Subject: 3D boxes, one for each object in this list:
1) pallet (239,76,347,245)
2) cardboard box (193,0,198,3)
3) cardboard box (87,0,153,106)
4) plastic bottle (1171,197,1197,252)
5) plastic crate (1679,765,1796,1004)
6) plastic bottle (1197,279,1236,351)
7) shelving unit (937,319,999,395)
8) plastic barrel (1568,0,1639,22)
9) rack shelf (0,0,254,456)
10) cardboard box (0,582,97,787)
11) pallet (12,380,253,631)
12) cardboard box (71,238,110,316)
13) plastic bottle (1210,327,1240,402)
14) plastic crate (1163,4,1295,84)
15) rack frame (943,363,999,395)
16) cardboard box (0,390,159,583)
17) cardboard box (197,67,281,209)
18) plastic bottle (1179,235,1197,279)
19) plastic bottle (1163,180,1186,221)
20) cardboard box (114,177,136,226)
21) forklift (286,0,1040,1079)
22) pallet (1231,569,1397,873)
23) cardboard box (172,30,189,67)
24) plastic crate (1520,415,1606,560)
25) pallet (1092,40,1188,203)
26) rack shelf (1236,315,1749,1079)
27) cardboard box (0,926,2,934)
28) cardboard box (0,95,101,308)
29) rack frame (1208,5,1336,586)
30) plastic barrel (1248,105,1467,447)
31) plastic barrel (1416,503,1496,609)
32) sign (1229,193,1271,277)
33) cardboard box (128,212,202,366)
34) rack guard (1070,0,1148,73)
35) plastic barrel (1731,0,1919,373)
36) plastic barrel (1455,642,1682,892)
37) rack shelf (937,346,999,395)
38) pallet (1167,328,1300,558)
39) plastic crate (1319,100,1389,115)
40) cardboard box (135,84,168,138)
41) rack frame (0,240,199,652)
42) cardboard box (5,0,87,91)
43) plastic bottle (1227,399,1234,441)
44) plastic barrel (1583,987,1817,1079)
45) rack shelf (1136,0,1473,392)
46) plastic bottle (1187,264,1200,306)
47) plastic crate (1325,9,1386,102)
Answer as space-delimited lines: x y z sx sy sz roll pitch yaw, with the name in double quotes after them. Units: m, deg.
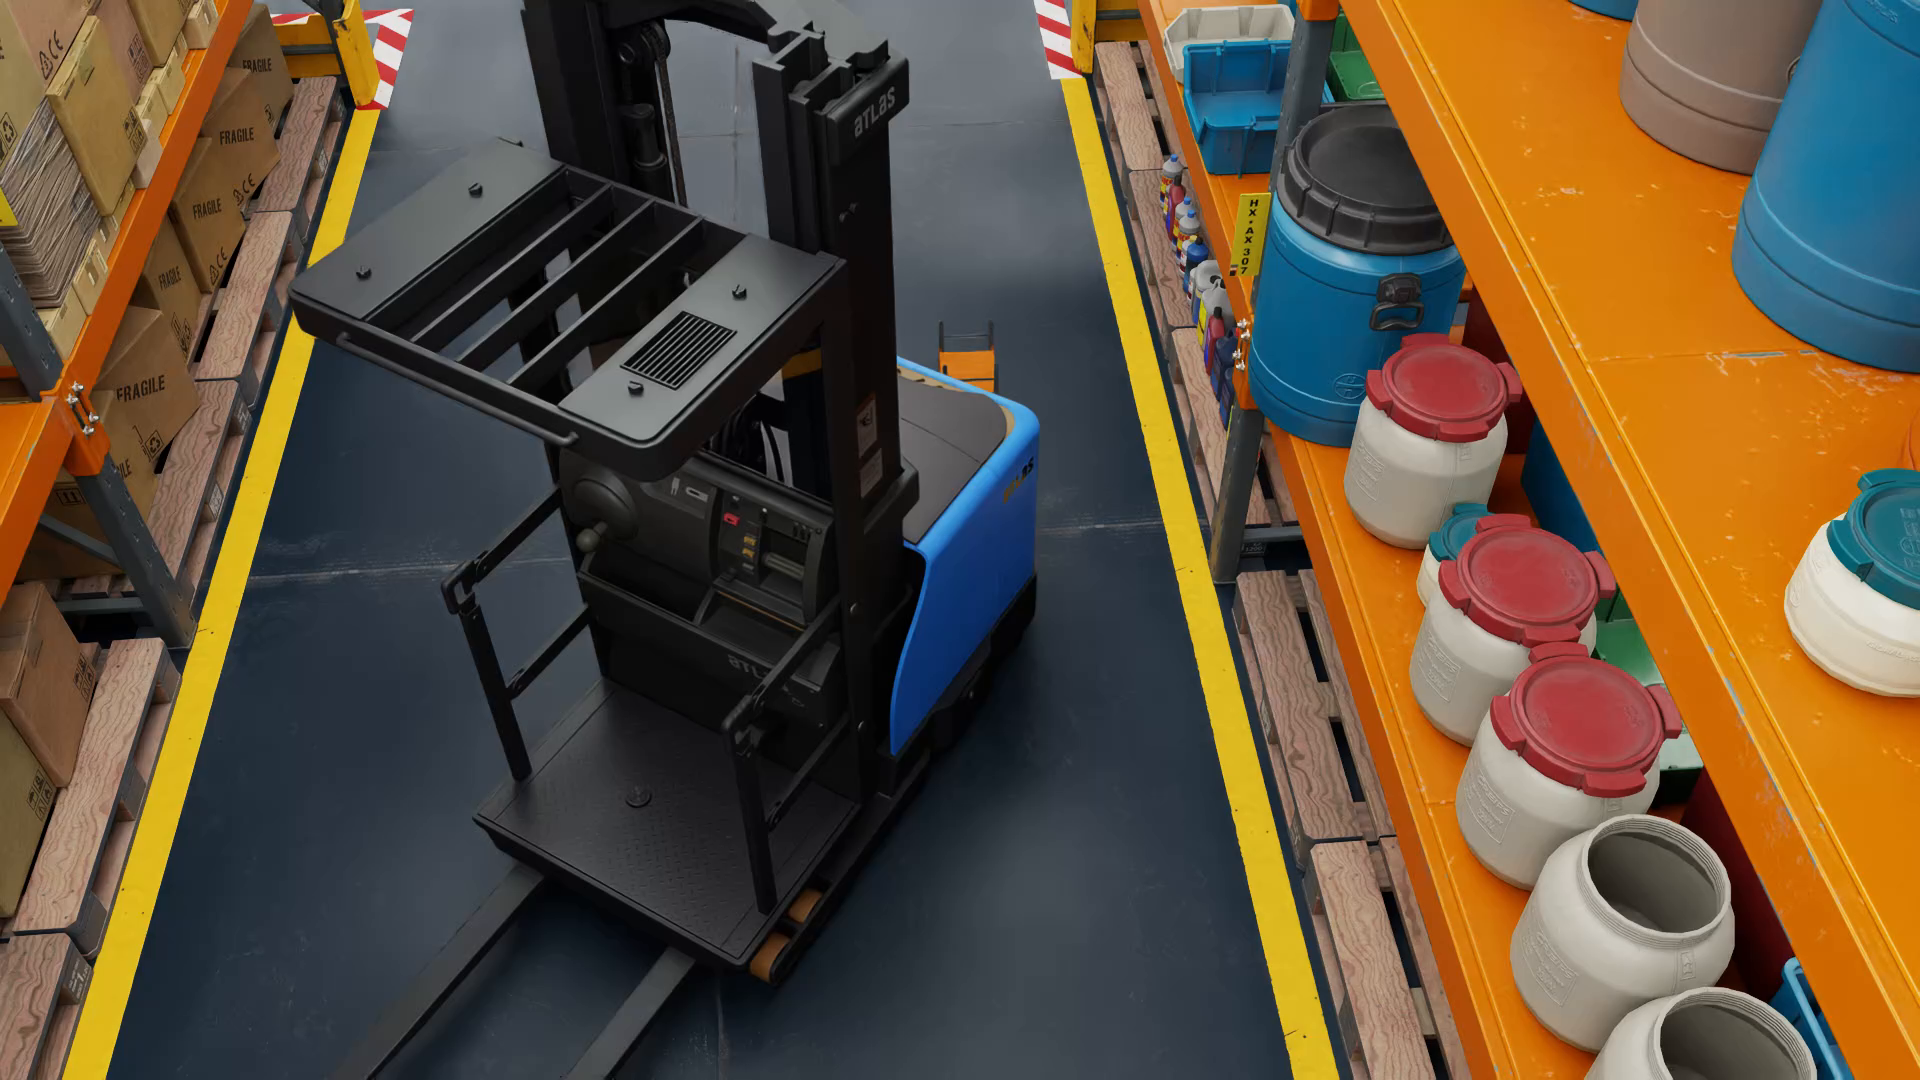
-3.736 -1.915 8.418 1.003 0.211 1.213 -3 47 -3 "pallet"
-3.596 -2.537 6.813 0.875 0.500 0.500 -3 47 -3 "cardboard box"
-3.565 -1.810 6.124 0.875 0.500 0.500 -3 47 -3 "cardboard box"
1.031 -1.454 7.637 0.097 0.271 0.097 0 47 0 "plastic bottle"
2.000 0.759 3.921 0.402 0.464 0.583 -3 47 -3 "plastic crate"
1.112 -0.987 7.140 0.144 0.351 0.185 -4 47 -4 "plastic bottle"
0.031 -0.350 6.358 0.215 1.050 0.252 -3 47 -2 "shelving unit"
1.755 -1.774 3.953 0.600 0.901 0.708 -3 47 -3 "plastic barrel"
-3.607 -1.824 6.907 1.077 0.370 4.000 -3 47 -3 "rack shelf"
-3.410 0.529 5.601 0.700 0.500 0.500 -7 47 -6 "cardboard box"
-3.531 -0.149 6.746 1.003 0.211 1.213 -3 47 -3 "pallet"
-3.166 -0.893 5.703 0.380 0.149 0.250 -3 47 -3 "cardboard box"
1.139 -0.753 6.919 0.144 0.351 0.185 -6 47 -5 "plastic bottle"
1.107 -1.994 6.754 0.530 0.136 0.437 -3 47 -3 "plastic crate"
0.038 -0.261 6.274 0.200 1.050 0.008 -3 47 -2 "rack frame"
-3.433 -0.201 6.307 0.500 0.500 0.500 -5 47 -5 "cardboard box"
-3.655 -1.920 7.935 0.500 0.500 0.500 8 47 7 "cardboard box"
1.047 -1.286 7.526 0.097 0.201 0.097 0 47 0 "plastic bottle"
1.011 -1.603 7.826 0.097 0.201 0.097 0 47 0 "plastic bottle"
-3.245 -1.253 6.044 0.380 0.149 0.250 -3 47 -3 "cardboard box"
-0.890 0.035 4.699 1.130 2.935 3.031 23 51 20 "forklift"
1.600 0.599 6.037 1.003 0.211 1.213 -3 47 -3 "pallet"
-3.363 -1.974 6.727 0.380 0.149 0.250 -3 47 -3 "cardboard box"
1.898 -0.141 4.828 0.392 0.384 0.575 -3 47 -3 "plastic crate"
1.277 -2.220 8.707 1.003 0.211 1.213 -3 47 -3 "pallet"
1.663 0.769 4.451 1.077 0.370 4.000 -3 47 -3 "rack shelf"
-3.341 1.280 4.890 0.700 0.500 0.500 -7 47 -7 "cardboard box"
-3.416 -1.090 5.443 0.875 0.500 0.500 -3 47 -3 "cardboard box"
1.496 -0.925 5.560 1.000 3.000 0.127 -3 47 -3 "rack frame"
1.226 -0.800 5.096 0.600 0.901 0.708 -3 47 -3 "plastic barrel"
1.454 0.089 4.695 0.301 0.262 0.301 0 47 0 "plastic barrel"
0.947 -0.995 5.436 0.100 0.325 0.005 -3 47 -3 "sign"
-3.619 -1.059 7.120 0.500 0.500 0.500 -7 47 -7 "cardboard box"
1.214 -2.908 9.160 1.175 0.500 0.348 -3 47 -3 "rack guard"
1.864 -0.828 3.057 0.600 0.901 0.708 -3 47 -3 "plastic barrel"
1.455 0.577 4.044 0.433 0.535 0.433 0 47 0 "plastic barrel"
0.031 -0.538 6.160 0.215 0.259 0.240 -3 47 -2 "rack shelf"
1.481 -0.455 7.035 1.003 0.211 1.213 -3 47 -3 "pallet"
1.579 -1.291 5.949 0.767 0.338 0.504 -3 47 -3 "plastic crate"
-3.287 -1.615 6.386 0.380 0.149 0.250 -3 47 -3 "cardboard box"
-3.440 -0.624 5.275 1.000 3.000 0.127 -3 47 -3 "rack frame"
-3.268 -1.808 5.434 0.500 0.500 0.500 -3 47 -3 "cardboard box"
1.127 -0.471 6.698 0.061 0.283 0.133 -1 47 -1 "plastic bottle"
1.532 1.199 3.472 0.421 0.512 0.421 0 47 0 "plastic barrel"
1.328 -2.125 7.192 1.077 0.370 4.000 -3 47 -3 "rack shelf"
1.065 -1.137 7.385 0.097 0.201 0.097 0 47 0 "plastic bottle"
1.663 -1.852 6.584 0.450 0.188 0.662 -3 47 -3 "plastic crate"
